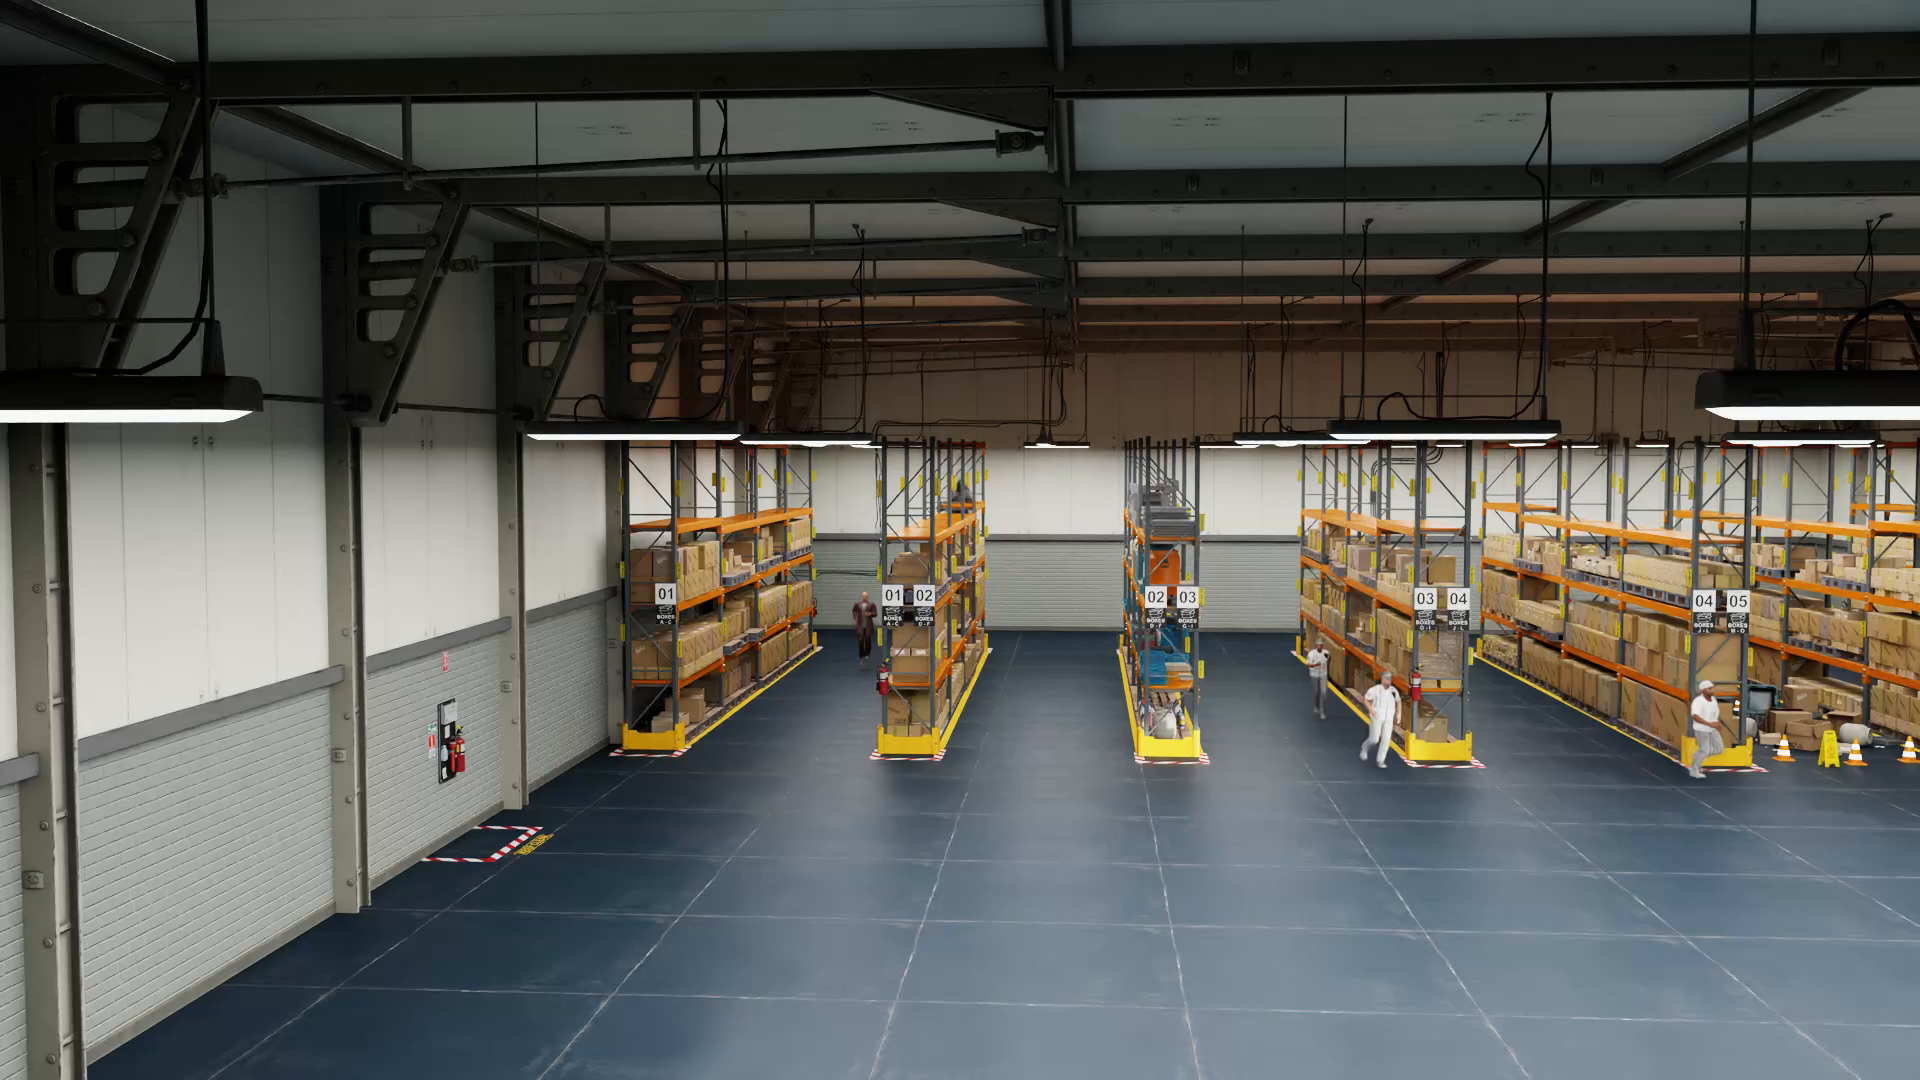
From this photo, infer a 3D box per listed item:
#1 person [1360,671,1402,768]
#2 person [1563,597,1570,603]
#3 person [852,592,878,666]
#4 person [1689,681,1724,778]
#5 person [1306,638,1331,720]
[{"bbox_3d":[7.724,3.238,30.278,0.726,1.730,0.784,0,3,-8],"label":"person"},{"bbox_3d":[16.463,2.412,45.288,0.630,1.825,0.697,0,3,-1],"label":"person"},{"bbox_3d":[-2.483,2.298,43.161,0.667,1.888,0.789,0,3,1],"label":"person"},{"bbox_3d":[13.070,3.307,29.031,0.724,1.717,0.641,-2,4,-31],"label":"person"},{"bbox_3d":[7.729,2.979,35.846,0.562,1.767,0.845,0,3,5],"label":"person"}]
